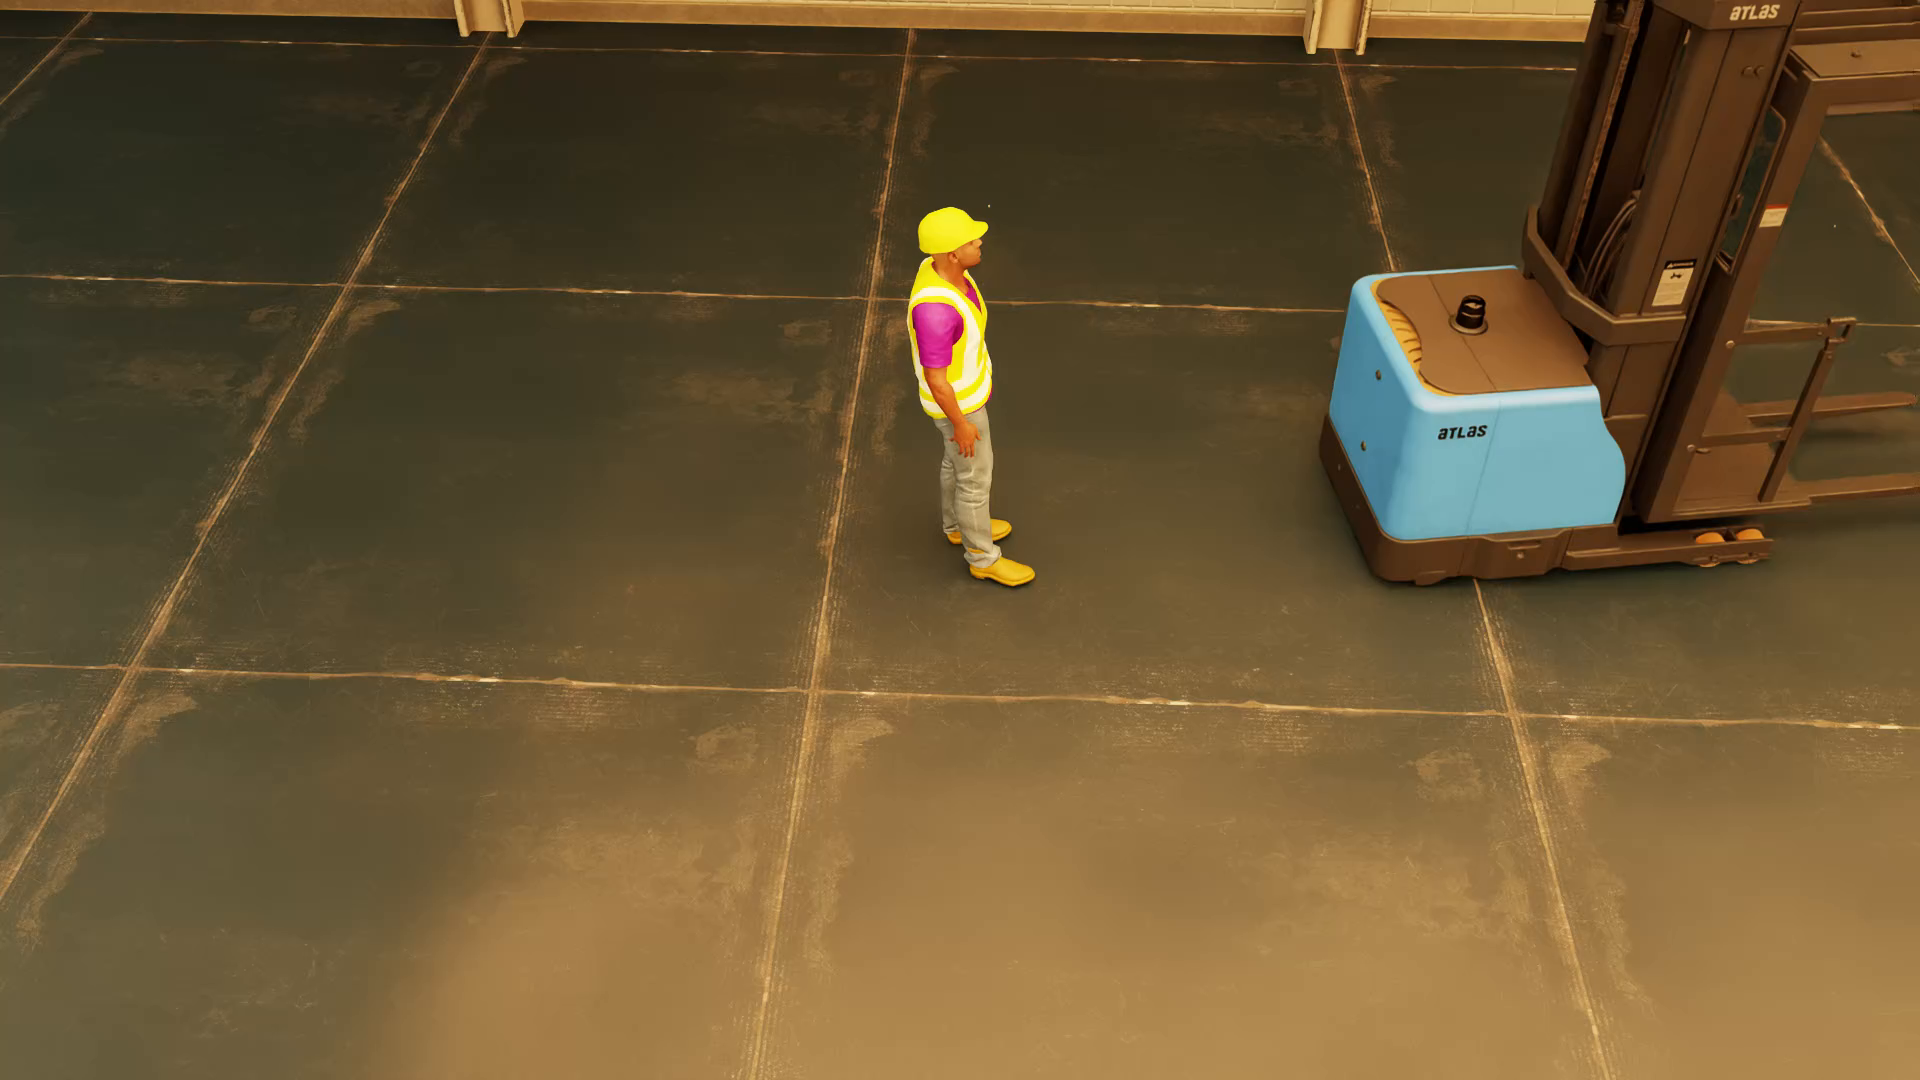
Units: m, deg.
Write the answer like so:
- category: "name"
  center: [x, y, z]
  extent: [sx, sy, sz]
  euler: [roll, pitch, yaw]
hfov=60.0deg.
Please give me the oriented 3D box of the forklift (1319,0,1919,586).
- category: "forklift"
  center: [3.345, -1.307, 7.174]
  extent: [3.031, 2.935, 1.130]
  euler: [-5, 43, -5]

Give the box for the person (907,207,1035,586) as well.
- category: "person"
  center: [0.070, -0.652, 7.309]
  extent: [0.575, 1.768, 0.665]
  euler: [2, 42, 2]
